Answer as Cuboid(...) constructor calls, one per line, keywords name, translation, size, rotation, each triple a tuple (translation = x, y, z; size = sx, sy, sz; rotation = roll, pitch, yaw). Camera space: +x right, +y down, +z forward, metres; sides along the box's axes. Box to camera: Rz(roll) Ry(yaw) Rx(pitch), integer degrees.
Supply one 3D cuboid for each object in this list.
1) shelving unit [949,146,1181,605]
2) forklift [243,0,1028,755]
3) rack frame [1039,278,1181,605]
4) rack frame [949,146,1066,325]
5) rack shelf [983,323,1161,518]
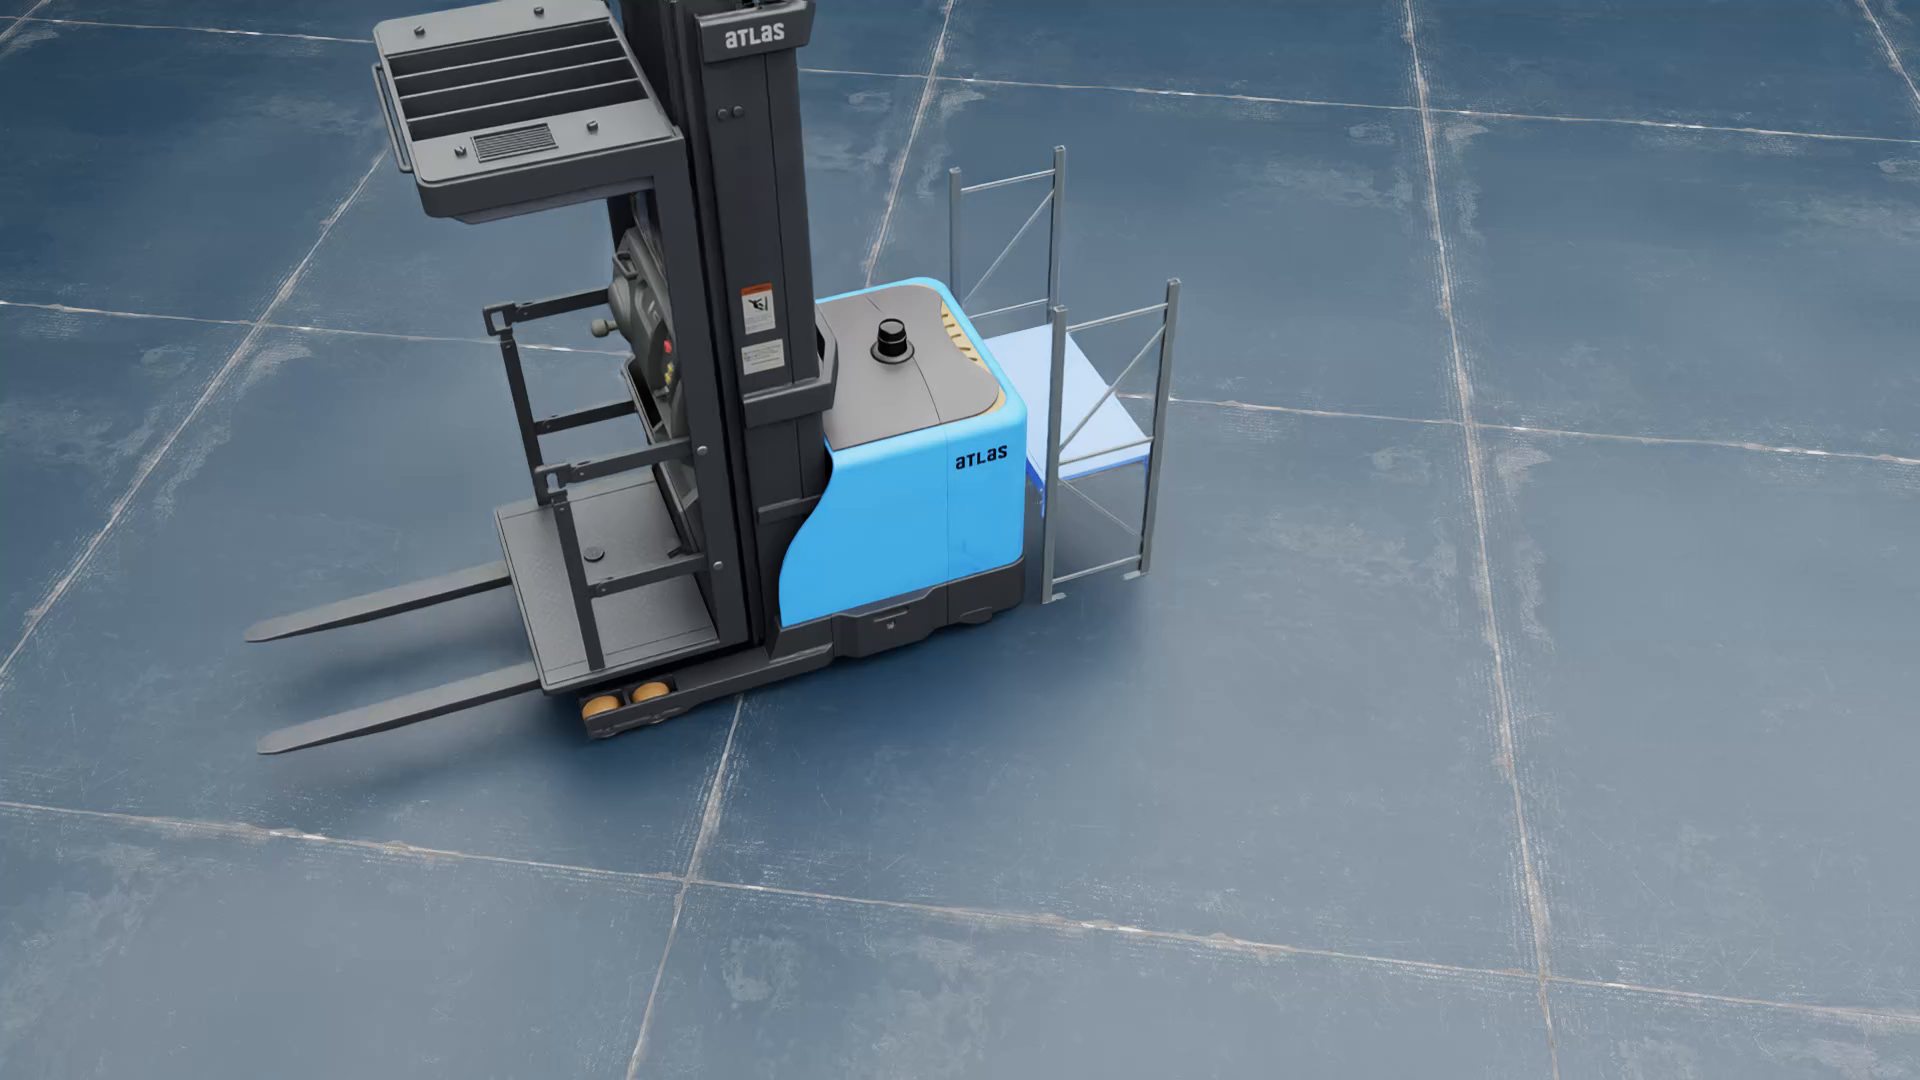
Cuboid(name="shelving unit", translation=(0.383, -0.670, 6.889), size=(0.538, 1.500, 1.048), rotation=(-15, 46, -16))
Cuboid(name="forklift", translation=(-1.299, -0.711, 5.891), size=(3.031, 2.935, 1.130), rotation=(-15, 46, -15))
Cuboid(name="rack frame", translation=(0.572, -0.345, 6.546), size=(0.500, 1.500, 0.032), rotation=(-15, 46, -16))
Cuboid(name="rack frame", translation=(0.194, -0.994, 7.231), size=(0.500, 1.500, 0.032), rotation=(-15, 46, -16))
Cuboid(name="rack shelf", translation=(0.383, -0.539, 7.012), size=(0.538, 0.185, 1.000), rotation=(-15, 46, -16))
